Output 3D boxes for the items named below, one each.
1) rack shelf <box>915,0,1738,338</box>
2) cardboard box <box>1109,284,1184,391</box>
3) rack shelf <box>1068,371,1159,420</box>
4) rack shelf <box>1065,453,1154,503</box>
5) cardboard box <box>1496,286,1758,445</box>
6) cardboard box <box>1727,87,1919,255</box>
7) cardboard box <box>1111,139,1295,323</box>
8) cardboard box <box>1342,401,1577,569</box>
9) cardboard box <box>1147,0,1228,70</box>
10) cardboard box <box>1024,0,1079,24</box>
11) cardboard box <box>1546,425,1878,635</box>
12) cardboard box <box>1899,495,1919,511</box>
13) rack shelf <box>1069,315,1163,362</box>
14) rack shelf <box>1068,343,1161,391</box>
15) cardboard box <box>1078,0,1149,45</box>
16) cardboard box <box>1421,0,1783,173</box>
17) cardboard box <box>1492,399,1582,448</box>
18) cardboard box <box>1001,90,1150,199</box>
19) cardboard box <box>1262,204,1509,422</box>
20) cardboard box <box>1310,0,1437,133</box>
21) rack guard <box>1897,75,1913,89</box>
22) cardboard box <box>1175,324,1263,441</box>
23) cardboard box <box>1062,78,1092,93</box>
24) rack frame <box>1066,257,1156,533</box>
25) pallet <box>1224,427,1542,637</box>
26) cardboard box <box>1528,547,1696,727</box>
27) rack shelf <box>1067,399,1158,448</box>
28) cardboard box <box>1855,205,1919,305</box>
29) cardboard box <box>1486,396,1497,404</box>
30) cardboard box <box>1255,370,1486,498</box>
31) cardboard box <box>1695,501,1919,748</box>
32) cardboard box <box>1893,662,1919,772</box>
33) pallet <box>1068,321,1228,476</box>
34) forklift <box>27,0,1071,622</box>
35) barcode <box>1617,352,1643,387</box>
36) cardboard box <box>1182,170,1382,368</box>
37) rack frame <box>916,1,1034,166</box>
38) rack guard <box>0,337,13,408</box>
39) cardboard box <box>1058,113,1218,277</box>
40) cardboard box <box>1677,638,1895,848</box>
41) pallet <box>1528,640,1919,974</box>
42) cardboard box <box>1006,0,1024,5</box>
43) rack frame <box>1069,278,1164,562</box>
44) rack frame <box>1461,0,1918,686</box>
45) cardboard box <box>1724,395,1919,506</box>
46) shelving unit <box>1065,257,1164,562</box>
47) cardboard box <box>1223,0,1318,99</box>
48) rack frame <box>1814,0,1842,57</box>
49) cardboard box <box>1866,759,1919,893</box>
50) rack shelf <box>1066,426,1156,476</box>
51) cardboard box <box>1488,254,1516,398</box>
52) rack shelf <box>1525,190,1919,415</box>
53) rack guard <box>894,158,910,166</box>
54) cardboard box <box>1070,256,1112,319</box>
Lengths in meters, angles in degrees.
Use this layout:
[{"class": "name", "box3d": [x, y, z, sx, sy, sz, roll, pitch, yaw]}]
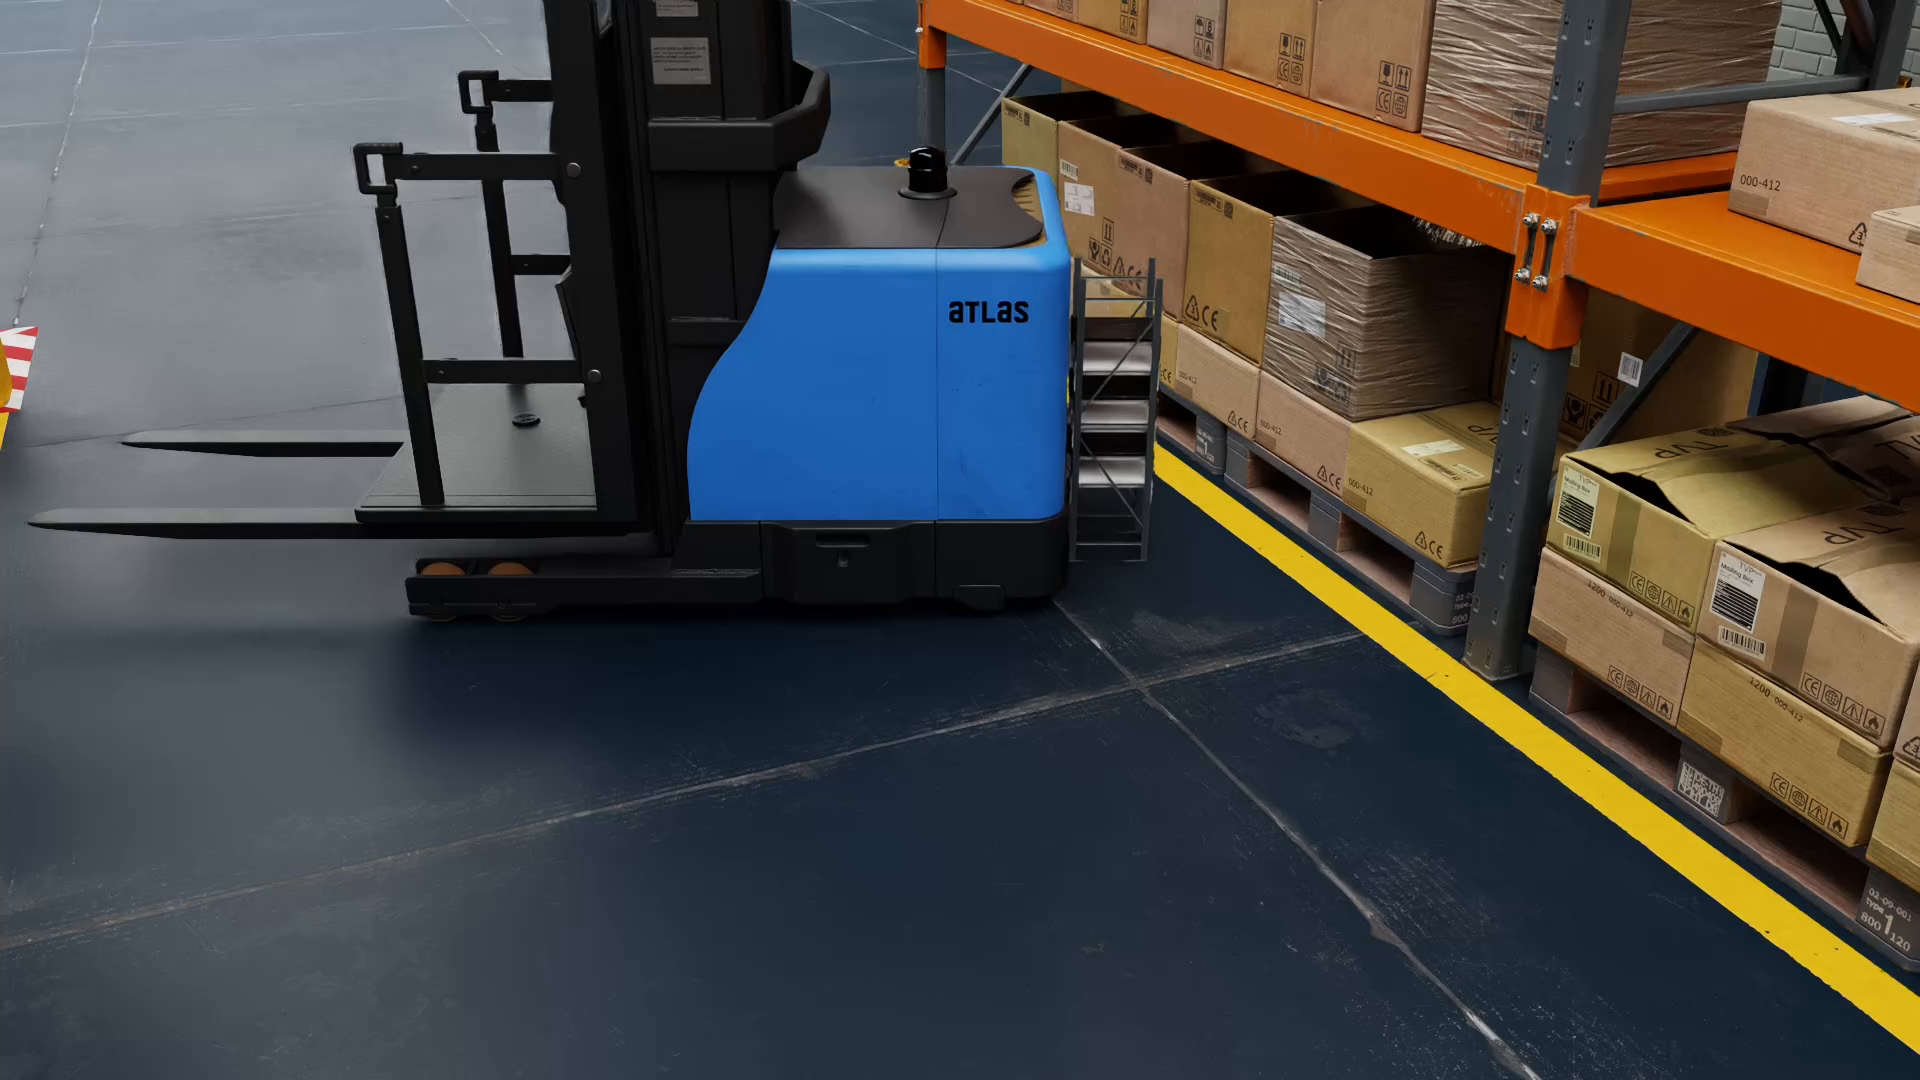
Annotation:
[{"class": "rack shelf", "box3d": [1.073, -1.553, 5.833, 1.077, 0.370, 4.000, -11, 28, -21]}, {"class": "cardboard box", "box3d": [0.881, -0.777, 6.077, 0.500, 0.250, 0.500, -11, 28, -21]}, {"class": "rack shelf", "box3d": [0.456, -0.434, 4.982, 0.258, 0.077, 0.200, 0, 26, 0]}, {"class": "rack shelf", "box3d": [0.455, -0.191, 5.100, 0.258, 0.077, 0.200, 0, 26, 0]}, {"class": "cardboard box", "box3d": [1.963, -0.600, 4.861, 0.500, 0.500, 0.500, -11, 28, -21]}, {"class": "cardboard box", "box3d": [2.090, -0.811, 3.662, 0.500, 0.250, 0.500, -9, 27, -17]}, {"class": "cardboard box", "box3d": [0.880, -1.113, 5.912, 0.500, 0.500, 0.500, -11, 28, -21]}, {"class": "cardboard box", "box3d": [1.474, -0.172, 4.839, 0.500, 0.250, 0.500, -11, 28, -21]}, {"class": "cardboard box", "box3d": [1.070, -1.914, 5.637, 0.700, 0.500, 0.500, -10, 28, -19]}, {"class": "cardboard box", "box3d": [0.671, -2.327, 6.483, 0.700, 0.500, 0.500, -10, 28, -19]}, {"class": "cardboard box", "box3d": [1.789, -0.065, 3.980, 0.500, 0.311, 0.500, -10, 28, -20]}, {"class": "cardboard box", "box3d": [2.489, 0.049, 3.747, 0.500, 0.311, 0.500, -10, 28, -19]}, {"class": "rack shelf", "box3d": [0.457, -0.595, 4.903, 0.258, 0.077, 0.200, 0, 26, 0]}, {"class": "rack shelf", "box3d": [0.456, -0.514, 4.942, 0.258, 0.077, 0.200, 0, 26, 0]}, {"class": "cardboard box", "box3d": [0.860, -2.126, 6.071, 0.700, 0.500, 0.500, -10, 28, -20]}, {"class": "cardboard box", "box3d": [1.677, -1.292, 4.364, 0.700, 0.500, 0.500, -11, 28, -22]}, {"class": "cardboard box", "box3d": [1.954, -0.262, 5.022, 0.500, 0.250, 0.500, -11, 28, -21]}, {"class": "cardboard box", "box3d": [0.493, -1.518, 6.741, 0.500, 0.500, 0.500, -11, 28, -21]}, {"class": "cardboard box", "box3d": [1.289, -0.713, 5.092, 0.500, 0.500, 0.500, -11, 28, -21]}, {"class": "cardboard box", "box3d": [1.465, -1.504, 4.798, 0.700, 0.500, 0.500, -11, 28, -21]}, {"class": "rack guard", "box3d": [4.876, -2.383, 9.560, 1.175, 0.500, 0.348, -11, 28, -21]}, {"class": "cardboard box", "box3d": [1.078, -0.575, 5.664, 0.500, 0.250, 0.500, -11, 28, -21]}, {"class": "cardboard box", "box3d": [0.774, -1.809, 7.336, 0.500, 0.500, 0.500, -11, 28, -21]}, {"class": "rack frame", "box3d": [0.455, -0.427, 5.098, 0.240, 0.900, 0.006, 0, 26, 0]}, {"class": "pallet", "box3d": [1.584, -0.144, 5.305, 1.003, 0.211, 1.213, -11, 28, -21]}, {"class": "cardboard box", "box3d": [1.787, 0.183, 4.111, 0.500, 0.250, 0.500, -11, 28, -22]}, {"class": "rack shelf", "box3d": [0.456, -0.353, 5.021, 0.258, 0.077, 0.200, 0, 26, 0]}, {"class": "cardboard box", "box3d": [2.016, -0.563, 3.272, 0.380, 0.149, 0.250, -11, 28, -21]}, {"class": "cardboard box", "box3d": [1.763, -0.464, 5.438, 0.500, 0.250, 0.500, -11, 28, -21]}, {"class": "cardboard box", "box3d": [1.287, -0.376, 5.256, 0.500, 0.250, 0.500, -11, 28, -21]}, {"class": "cardboard box", "box3d": [1.980, 0.138, 3.564, 0.500, 0.311, 0.500, -11, 28, -21]}, {"class": "cardboard box", "box3d": [2.184, 0.347, 3.137, 0.500, 0.311, 0.500, -12, 28, -22]}, {"class": "pallet", "box3d": [1.102, -0.638, 6.315, 1.003, 0.211, 1.213, -11, 28, -21]}, {"class": "forklift", "box3d": [-1.208, -1.315, 4.603, 3.031, 2.935, 1.130, 0, 26, 0]}, {"class": "barcode", "box3d": [1.573, -0.401, 3.905, 0.001, 0.075, 0.075, -11, 28, -21]}, {"class": "cardboard box", "box3d": [1.090, -0.914, 5.504, 0.500, 0.500, 0.500, -11, 28, -21]}, {"class": "rack frame", "box3d": [0.290, -2.684, 7.328, 1.000, 3.000, 0.127, -11, 28, -21]}, {"class": "rack guard", "box3d": [-4.196, -0.689, 6.091, 1.175, 0.500, 0.348, -11, 28, -21]}, {"class": "cardboard box", "box3d": [0.701, -1.318, 6.332, 0.500, 0.500, 0.500, -11, 28, -21]}, {"class": "cardboard box", "box3d": [1.986, 0.390, 3.688, 0.500, 0.250, 0.500, -10, 28, -19]}, {"class": "pallet", "box3d": [2.181, 0.475, 4.037, 1.003, 0.211, 1.213, -11, 28, -21]}, {"class": "cardboard box", "box3d": [0.461, -2.538, 6.916, 0.700, 0.500, 0.500, -11, 28, -21]}, {"class": "rack frame", "box3d": [0.456, -0.338, 4.915, 0.240, 0.900, 0.006, 0, 26, 0]}, {"class": "rack frame", "box3d": [1.857, -1.069, 4.021, 1.000, 3.000, 0.127, -11, 28, -21]}, {"class": "cardboard box", "box3d": [2.279, -0.160, 4.175, 0.500, 0.311, 0.500, -11, 28, -21]}, {"class": "shelving unit", "box3d": [0.456, -0.383, 5.007, 0.258, 0.900, 0.210, 0, 26, 0]}, {"class": "cardboard box", "box3d": [1.272, -1.707, 5.214, 0.700, 0.500, 0.500, -10, 28, -20]}, {"class": "rack frame", "box3d": [4.847, -3.537, 9.075, 1.000, 3.000, 0.127, -11, 28, -21]}, {"class": "cardboard box", "box3d": [2.191, 0.598, 3.261, 0.500, 0.250, 0.500, -11, 28, -22]}, {"class": "rack shelf", "box3d": [0.455, -0.272, 5.061, 0.258, 0.077, 0.200, 0, 26, 0]}, {"class": "cardboard box", "box3d": [1.760, -0.801, 5.272, 0.500, 0.500, 0.500, -11, 28, -21]}, {"class": "rack shelf", "box3d": [2.640, 0.061, 2.525, 1.077, 0.370, 4.000, -11, 28, -21]}, {"class": "rack guard", "box3d": [0.281, -1.570, 7.897, 1.175, 0.500, 0.348, -11, 28, -21]}, {"class": "cardboard box", "box3d": [0.690, -0.979, 6.492, 0.500, 0.250, 0.500, -11, 28, -21]}]
